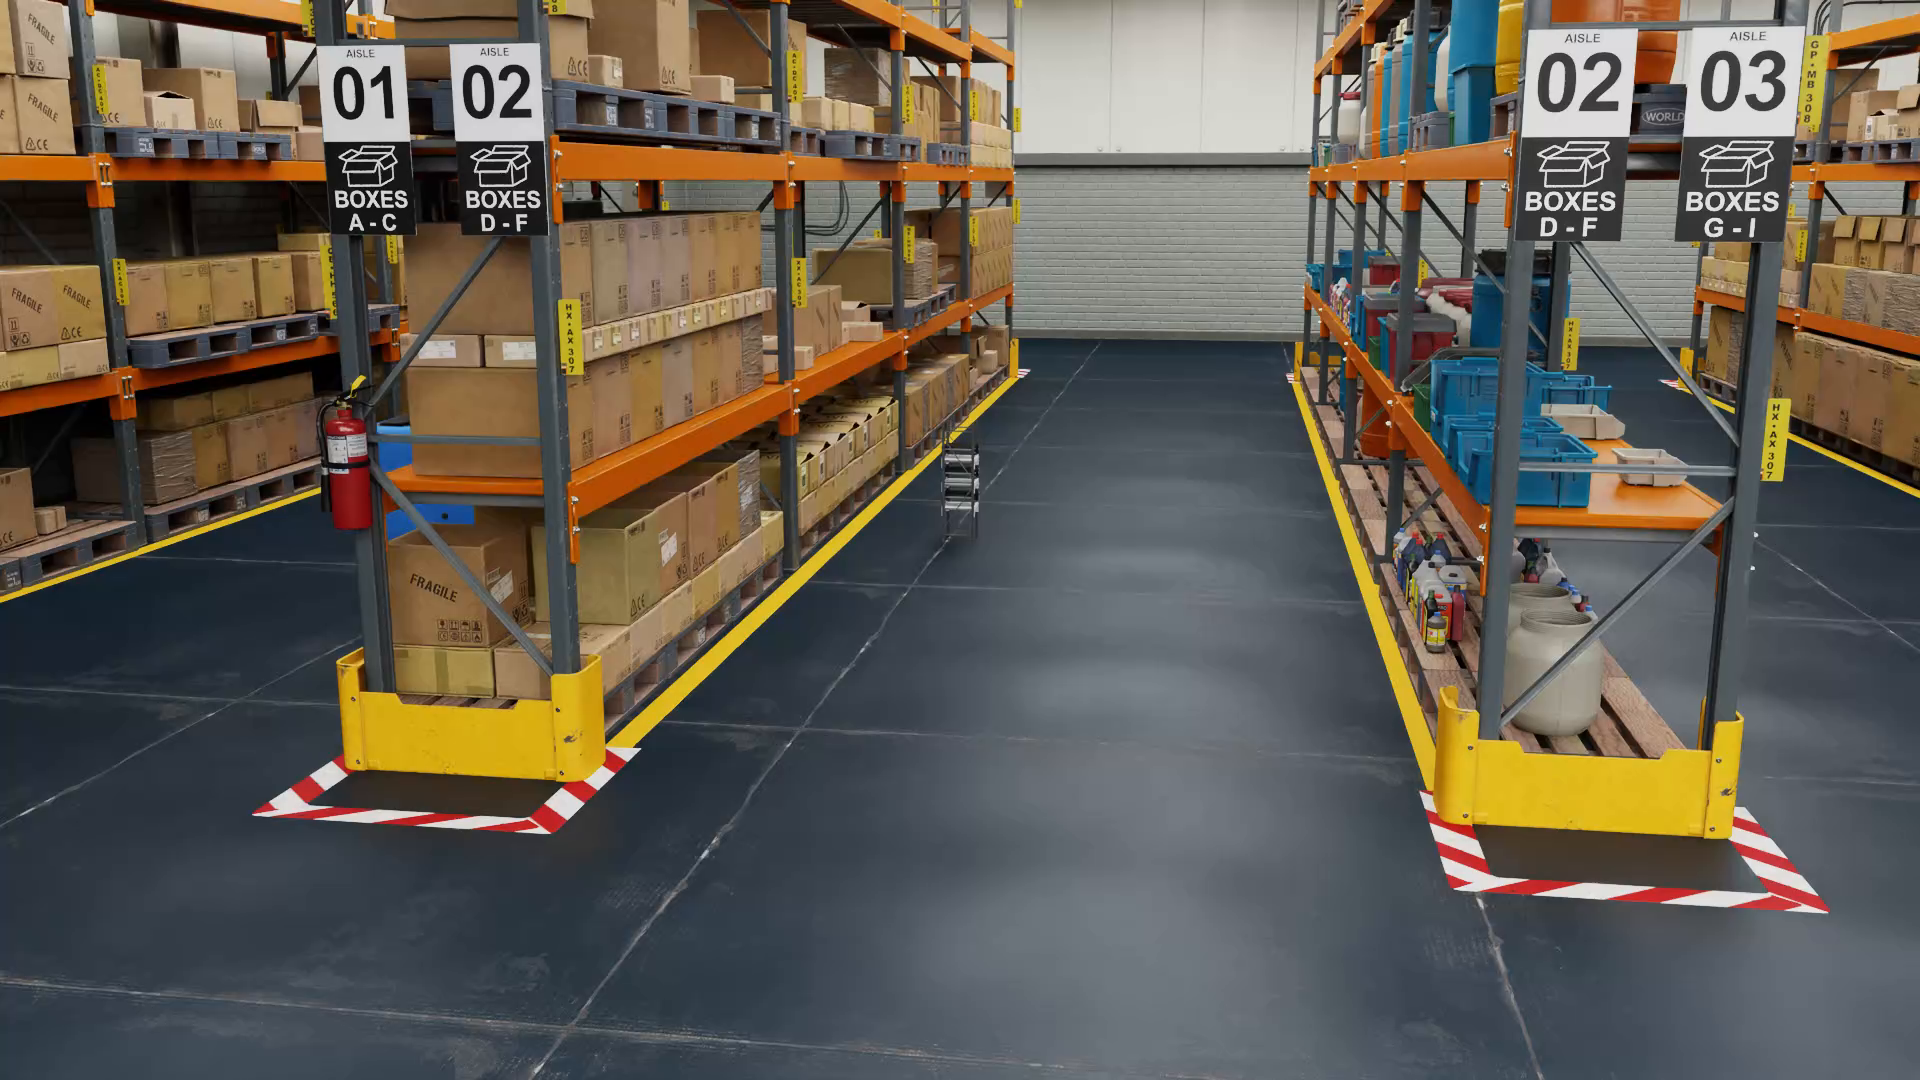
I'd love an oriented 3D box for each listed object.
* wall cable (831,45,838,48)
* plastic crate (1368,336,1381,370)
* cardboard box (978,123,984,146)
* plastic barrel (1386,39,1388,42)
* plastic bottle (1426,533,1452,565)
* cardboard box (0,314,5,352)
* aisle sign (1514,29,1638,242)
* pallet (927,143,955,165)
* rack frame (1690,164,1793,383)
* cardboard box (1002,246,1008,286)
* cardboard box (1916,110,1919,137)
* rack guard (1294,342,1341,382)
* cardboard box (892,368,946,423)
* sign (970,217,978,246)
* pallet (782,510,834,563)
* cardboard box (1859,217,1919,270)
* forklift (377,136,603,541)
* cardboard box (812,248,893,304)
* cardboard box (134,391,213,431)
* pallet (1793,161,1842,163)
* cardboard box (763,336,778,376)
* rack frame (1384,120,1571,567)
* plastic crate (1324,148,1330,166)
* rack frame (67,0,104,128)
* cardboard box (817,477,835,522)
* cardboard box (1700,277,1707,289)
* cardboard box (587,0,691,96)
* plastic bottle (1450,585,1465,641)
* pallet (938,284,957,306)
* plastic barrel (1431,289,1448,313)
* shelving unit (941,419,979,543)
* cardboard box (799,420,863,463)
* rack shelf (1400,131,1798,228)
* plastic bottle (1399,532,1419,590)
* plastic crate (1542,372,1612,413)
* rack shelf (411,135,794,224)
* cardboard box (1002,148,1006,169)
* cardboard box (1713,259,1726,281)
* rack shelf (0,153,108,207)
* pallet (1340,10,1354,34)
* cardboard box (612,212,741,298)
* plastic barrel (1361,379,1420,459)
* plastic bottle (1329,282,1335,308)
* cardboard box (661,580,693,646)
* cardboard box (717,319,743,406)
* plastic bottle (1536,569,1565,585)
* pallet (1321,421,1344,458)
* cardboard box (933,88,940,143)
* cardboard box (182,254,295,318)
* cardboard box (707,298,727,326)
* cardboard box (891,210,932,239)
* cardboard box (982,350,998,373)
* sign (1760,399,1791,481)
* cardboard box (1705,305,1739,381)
[{"bbox_3d":[-0.775,-8.890,27.769,3.097,2.526,0.112,2,12,9],"label":"wall cable"},{"bbox_3d":[3.261,-1.378,12.269,0.450,0.188,0.662,2,12,9],"label":"plastic crate"},{"bbox_3d":[0.004,-4.771,19.561,0.500,0.250,0.500,2,12,9],"label":"cardboard box"},{"bbox_3d":[3.978,-3.942,14.529,0.600,0.830,0.708,2,12,9],"label":"plastic barrel"},{"bbox_3d":[2.881,0.129,10.016,0.144,0.351,0.185,2,12,9],"label":"plastic bottle"},{"bbox_3d":[-6.443,-1.417,10.476,0.500,0.500,0.500,2,12,7],"label":"cardboard box"},{"bbox_3d":[2.353,-1.542,6.360,0.394,0.787,0.004,2,12,9],"label":"aisle sign"},{"bbox_3d":[-0.717,-3.961,17.080,1.213,0.211,1.003,2,12,9],"label":"pallet"},{"bbox_3d":[10.012,-3.447,21.369,1.000,3.000,0.127,2,12,9],"label":"rack frame"},{"bbox_3d":[0.348,-3.608,21.876,0.500,0.500,0.500,2,12,9],"label":"cardboard box"},{"bbox_3d":[8.850,-3.814,14.718,0.500,0.500,0.500,3,12,12],"label":"cardboard box"},{"bbox_3d":[5.109,-2.391,22.402,1.175,0.500,0.348,2,12,9],"label":"rack guard"},{"bbox_3d":[-0.422,-1.504,17.243,0.500,0.500,0.500,1,12,7],"label":"cardboard box"},{"bbox_3d":[0.158,-3.485,18.796,0.100,0.325,0.005,2,12,9],"label":"sign"},{"bbox_3d":[-1.547,-0.062,12.282,1.003,0.211,1.213,2,12,9],"label":"pallet"},{"bbox_3d":[9.190,-2.878,16.110,0.797,0.503,0.637,2,12,9],"label":"cardboard box"},{"bbox_3d":[-3.223,-1.417,12.110,1.130,2.935,3.031,2,12,7],"label":"forklift"},{"bbox_3d":[-1.021,-2.493,15.705,0.700,0.500,0.500,-2,12,-10],"label":"cardboard box"},{"bbox_3d":[-6.356,-1.036,13.289,0.500,0.250,0.500,2,12,7],"label":"cardboard box"},{"bbox_3d":[9.723,-4.461,19.162,1.003,0.211,1.213,2,12,9],"label":"pallet"},{"bbox_3d":[-1.589,-1.302,11.769,0.500,0.250,0.500,3,12,12],"label":"cardboard box"},{"bbox_3d":[3.272,-1.110,10.522,1.000,3.000,0.127,2,12,9],"label":"rack frame"},{"bbox_3d":[4.269,-4.236,18.411,0.450,0.188,0.662,2,12,9],"label":"plastic crate"},{"bbox_3d":[-6.517,-4.363,11.380,1.000,3.000,0.127,2,12,9],"label":"rack frame"},{"bbox_3d":[-1.235,-0.314,12.362,0.500,0.250,0.500,2,12,10],"label":"cardboard box"},{"bbox_3d":[9.631,-3.261,21.102,0.380,0.149,0.250,2,12,9],"label":"cardboard box"},{"bbox_3d":[-1.711,-2.564,8.585,0.500,0.500,0.500,2,12,9],"label":"cardboard box"},{"bbox_3d":[2.678,0.391,8.962,0.061,0.283,0.133,2,12,9],"label":"plastic bottle"},{"bbox_3d":[-0.622,-2.680,18.263,1.003,0.211,1.213,2,12,9],"label":"pallet"},{"bbox_3d":[3.876,-1.688,12.942,0.421,0.512,0.421,0,12,0],"label":"plastic barrel"},{"bbox_3d":[0.001,-0.442,12.406,0.258,0.900,0.210,2,12,9],"label":"shelving unit"},{"bbox_3d":[-1.077,-0.804,13.304,0.500,0.311,0.500,2,12,10],"label":"cardboard box"},{"bbox_3d":[2.965,-1.808,8.350,1.077,0.370,4.000,2,12,9],"label":"rack shelf"},{"bbox_3d":[2.738,0.125,10.038,0.144,0.351,0.185,2,12,10],"label":"plastic bottle"},{"bbox_3d":[3.370,-0.798,9.428,0.499,0.251,0.616,2,12,9],"label":"plastic crate"},{"bbox_3d":[-1.929,-1.969,9.099,1.077,0.370,4.000,2,12,9],"label":"rack shelf"},{"bbox_3d":[0.318,-4.943,21.545,0.500,0.250,0.500,2,12,9],"label":"cardboard box"},{"bbox_3d":[9.598,-3.320,20.427,0.500,0.250,0.500,2,12,8],"label":"cardboard box"},{"bbox_3d":[-6.824,-2.129,9.840,1.077,0.370,4.000,2,12,9],"label":"rack shelf"},{"bbox_3d":[4.406,-5.247,16.876,1.003,0.211,1.213,2,12,9],"label":"pallet"},{"bbox_3d":[-1.760,-1.756,10.206,0.700,0.500,0.500,2,12,9],"label":"cardboard box"},{"bbox_3d":[3.946,-1.189,15.046,0.600,0.830,0.708,2,12,9],"label":"plastic barrel"},{"bbox_3d":[4.004,-2.628,17.843,0.061,0.283,0.133,2,12,9],"label":"plastic bottle"},{"bbox_3d":[-1.784,0.388,9.103,0.500,0.250,0.500,2,12,9],"label":"cardboard box"},{"bbox_3d":[-1.758,-1.117,10.320,0.700,0.500,0.500,2,12,8],"label":"cardboard box"},{"bbox_3d":[3.350,0.291,9.444,0.152,0.276,0.135,2,12,10],"label":"plastic bottle"},{"bbox_3d":[4.158,-0.998,16.623,1.003,0.211,1.213,2,12,9],"label":"pallet"},{"bbox_3d":[-0.541,-4.603,18.141,0.600,0.600,0.600,1,12,3],"label":"cardboard box"},{"bbox_3d":[-6.134,-2.169,14.156,0.700,0.500,0.500,2,12,9],"label":"cardboard box"},{"bbox_3d":[-1.610,-1.362,9.914,0.380,0.149,0.250,2,12,8],"label":"cardboard box"},{"bbox_3d":[-0.569,-3.588,19.410,0.500,0.500,0.500,2,12,9],"label":"cardboard box"},{"bbox_3d":[0.208,-2.322,21.630,0.500,0.250,0.500,2,12,9],"label":"cardboard box"},{"bbox_3d":[3.200,-0.394,6.543,0.100,0.325,0.005,2,12,9],"label":"sign"},{"bbox_3d":[9.993,-2.478,20.918,0.875,0.875,0.875,2,12,9],"label":"cardboard box"}]
